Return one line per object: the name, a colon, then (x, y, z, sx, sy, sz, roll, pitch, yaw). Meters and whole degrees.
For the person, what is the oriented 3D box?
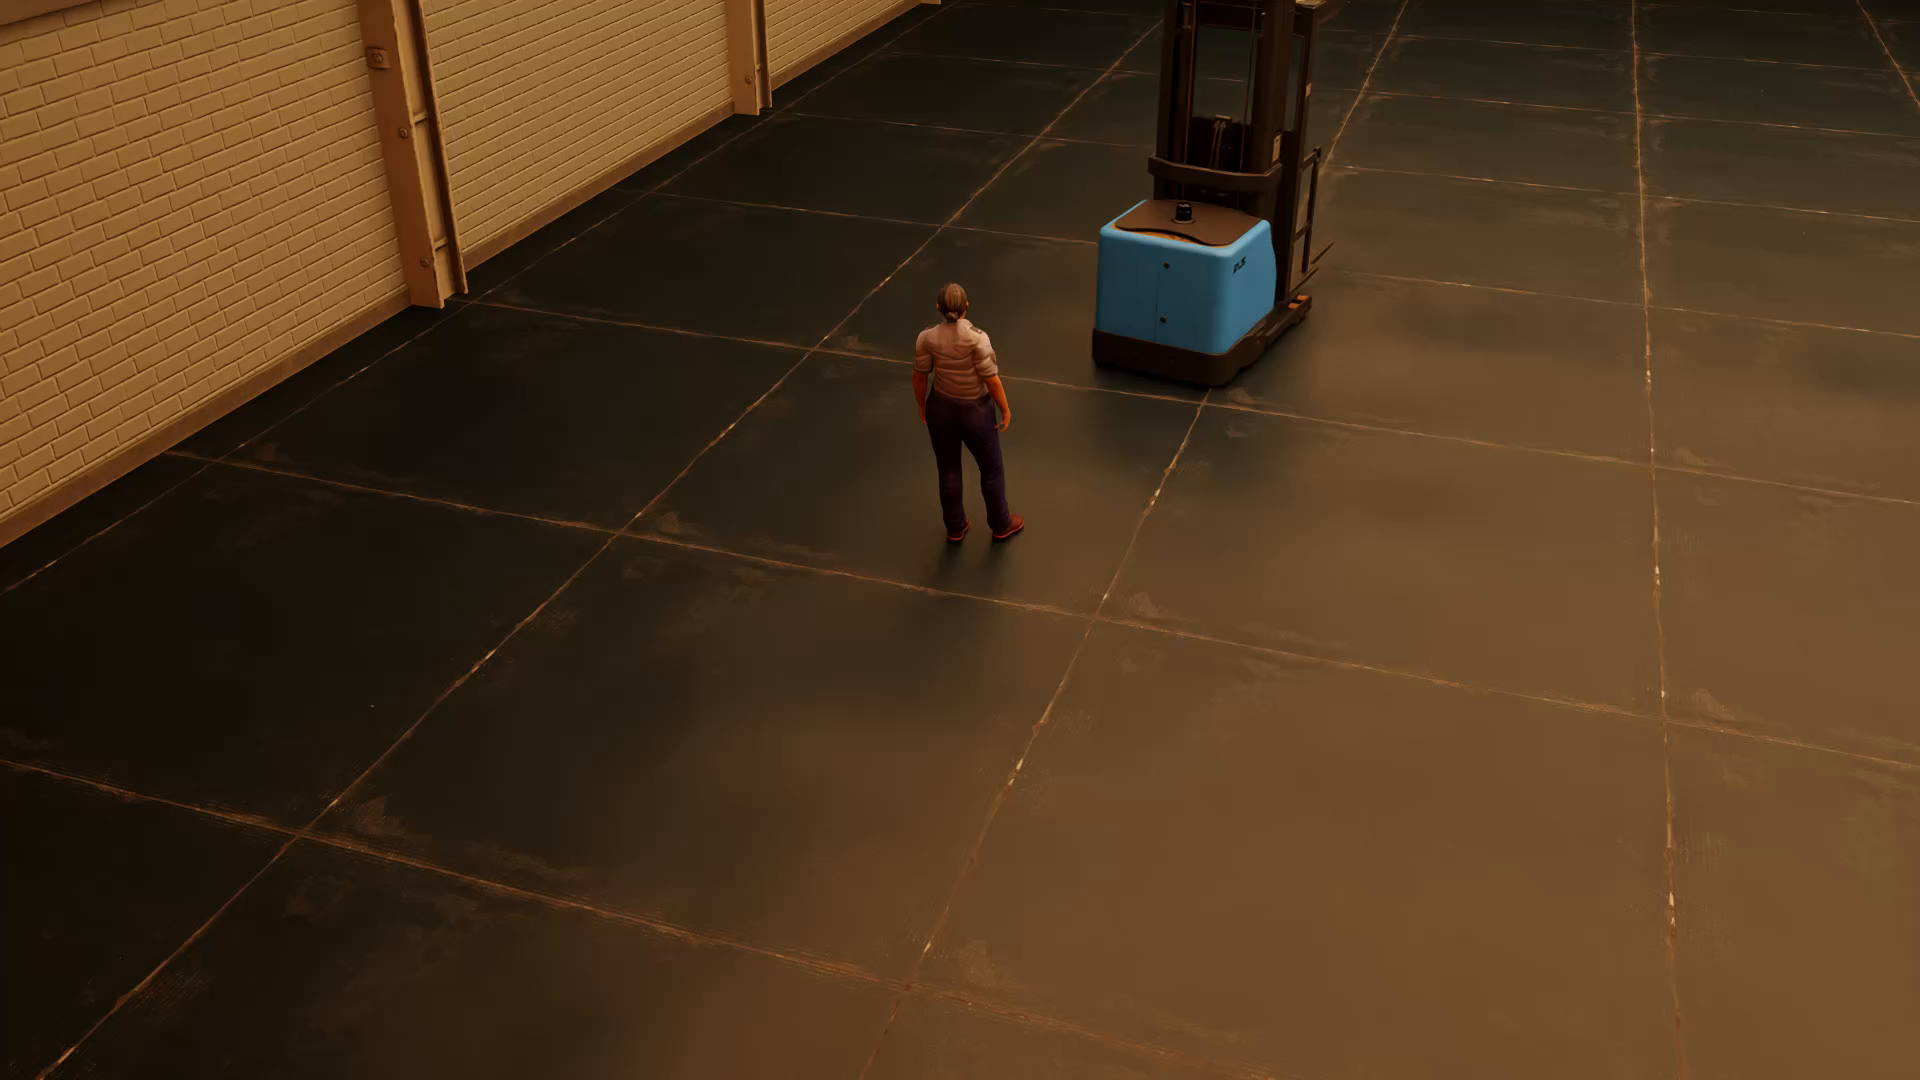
person: (0.051, -0.761, 9.751, 0.598, 1.651, 0.503, 10, 31, 16)

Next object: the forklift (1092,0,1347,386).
forklift: (2.144, -3.071, 12.525, 1.130, 2.935, 3.031, 16, 33, 26)
